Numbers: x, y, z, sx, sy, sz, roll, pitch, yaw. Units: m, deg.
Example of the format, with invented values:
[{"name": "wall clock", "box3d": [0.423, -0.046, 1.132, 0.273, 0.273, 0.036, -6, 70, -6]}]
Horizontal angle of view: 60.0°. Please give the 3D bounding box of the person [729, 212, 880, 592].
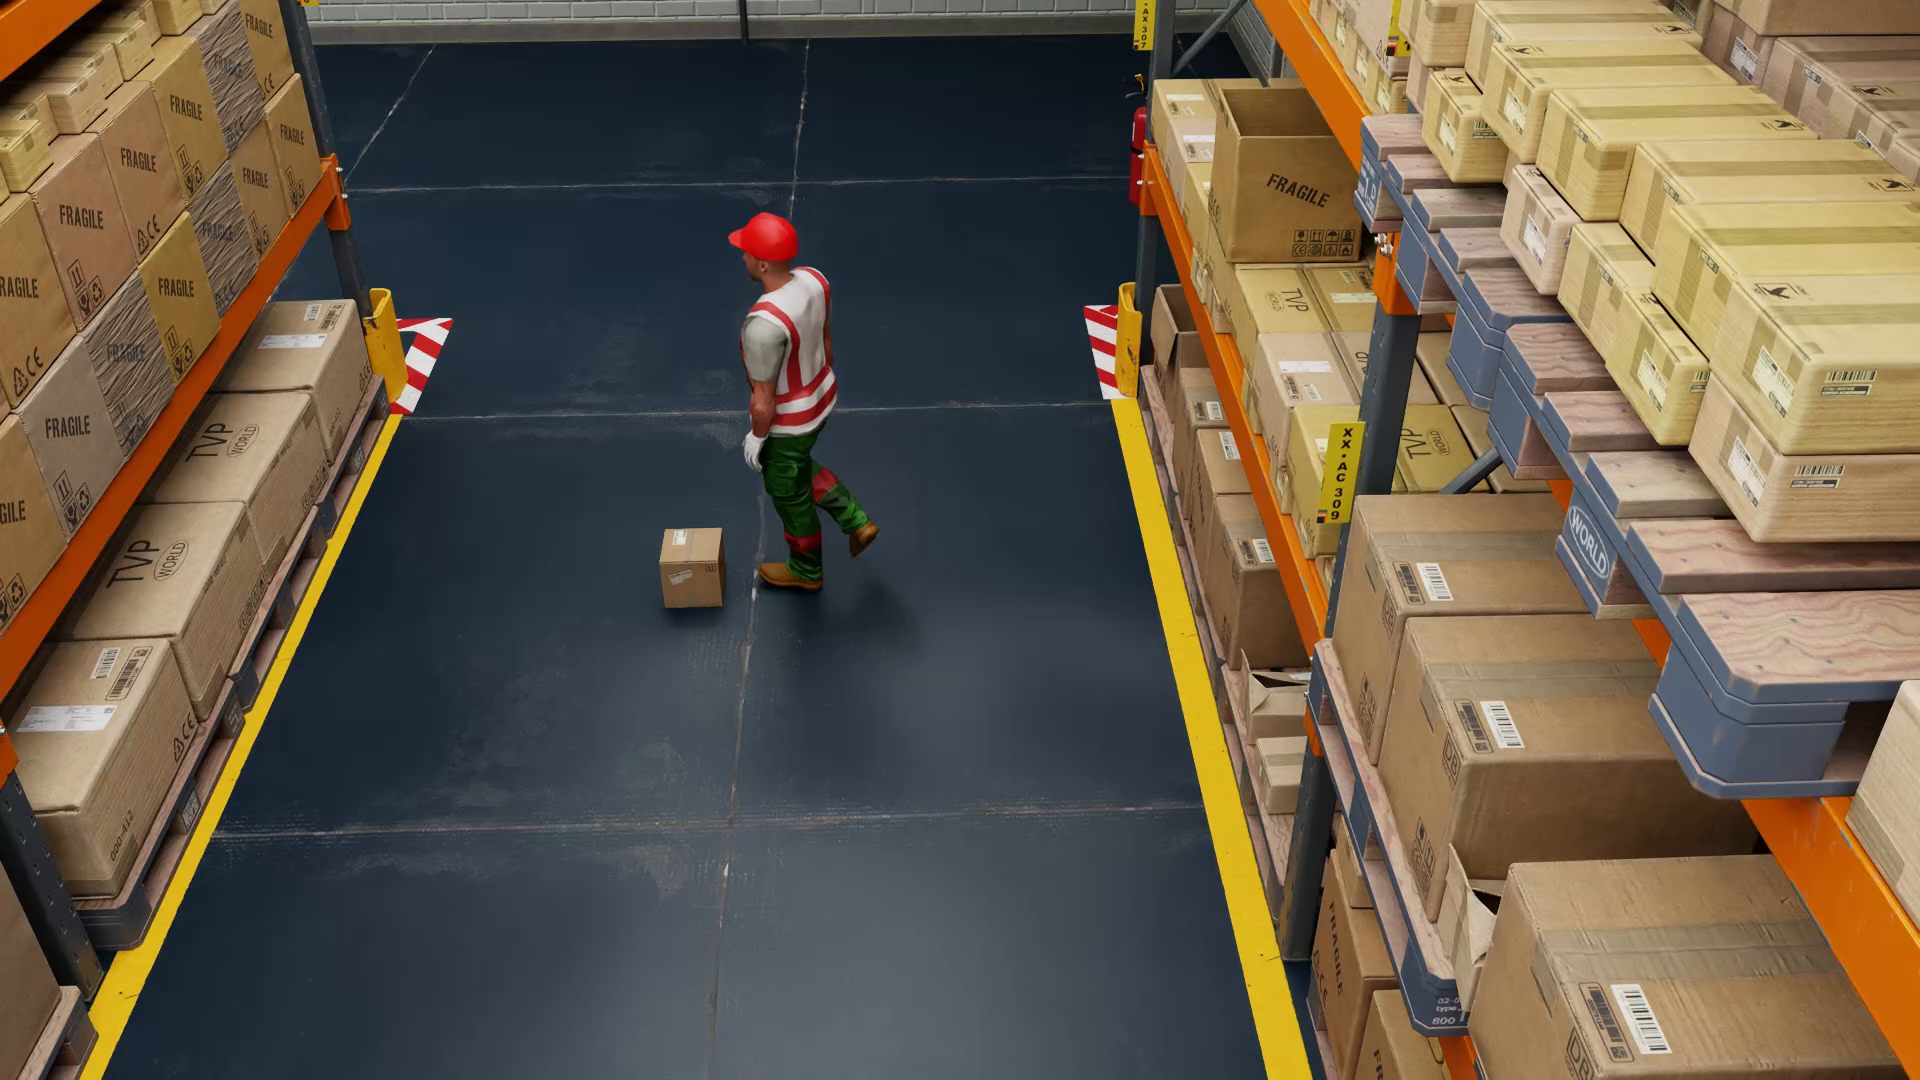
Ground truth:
[{"name": "person", "box3d": [-0.654, -0.511, 6.820, 0.532, 1.788, 0.610, 13, 37, 17]}]
